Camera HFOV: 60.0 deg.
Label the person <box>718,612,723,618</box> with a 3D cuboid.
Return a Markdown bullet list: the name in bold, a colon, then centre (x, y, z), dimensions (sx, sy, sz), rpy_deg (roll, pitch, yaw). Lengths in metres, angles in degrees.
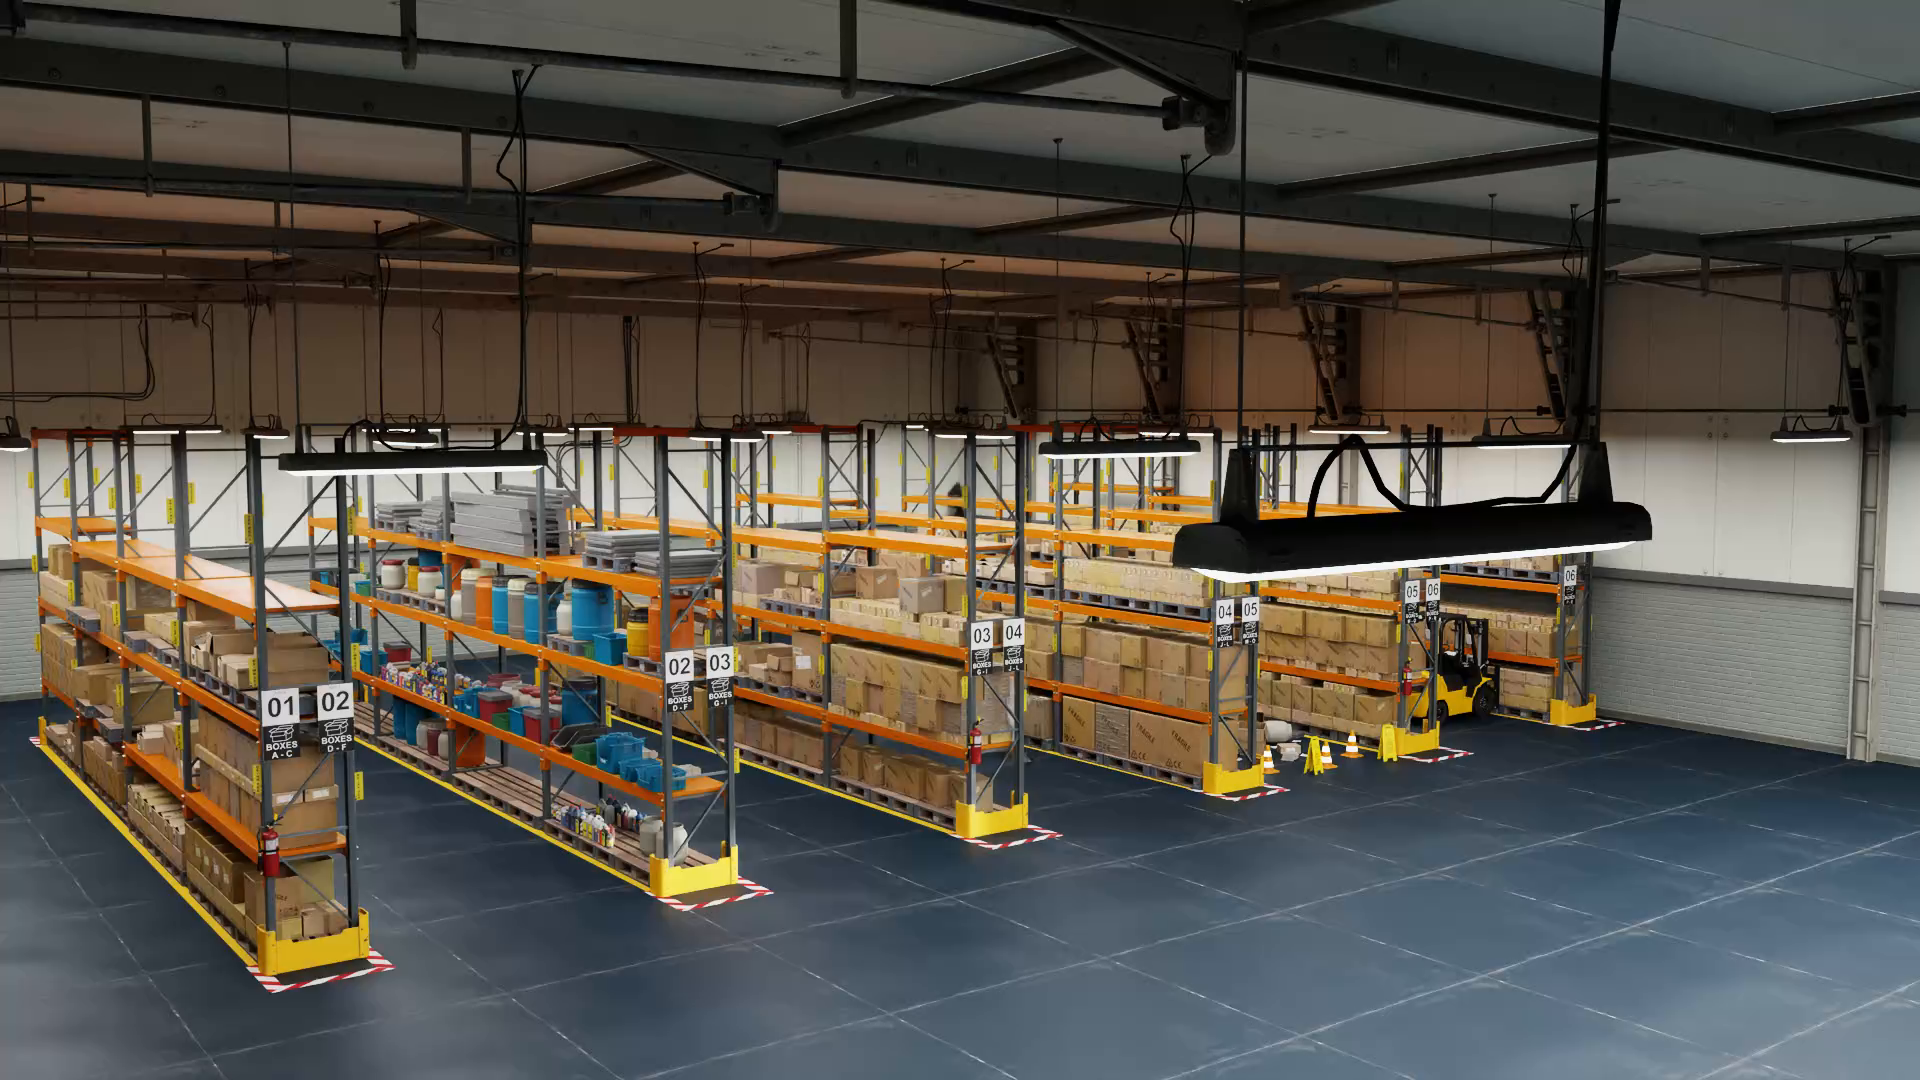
- **person**: centre (-5.437, 2.529, 37.725), dimensions (0.601, 1.783, 0.847), rpy_deg (-4, 6, -45)

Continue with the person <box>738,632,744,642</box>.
- **person**: centre (-5.017, 2.587, 36.469), dimensions (0.940, 1.725, 0.646), rpy_deg (4, 6, 44)

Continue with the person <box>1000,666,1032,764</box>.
- **person**: centre (0.944, 3.087, 30.098), dimensions (0.672, 1.778, 1.018), rpy_deg (-3, 6, -37)
